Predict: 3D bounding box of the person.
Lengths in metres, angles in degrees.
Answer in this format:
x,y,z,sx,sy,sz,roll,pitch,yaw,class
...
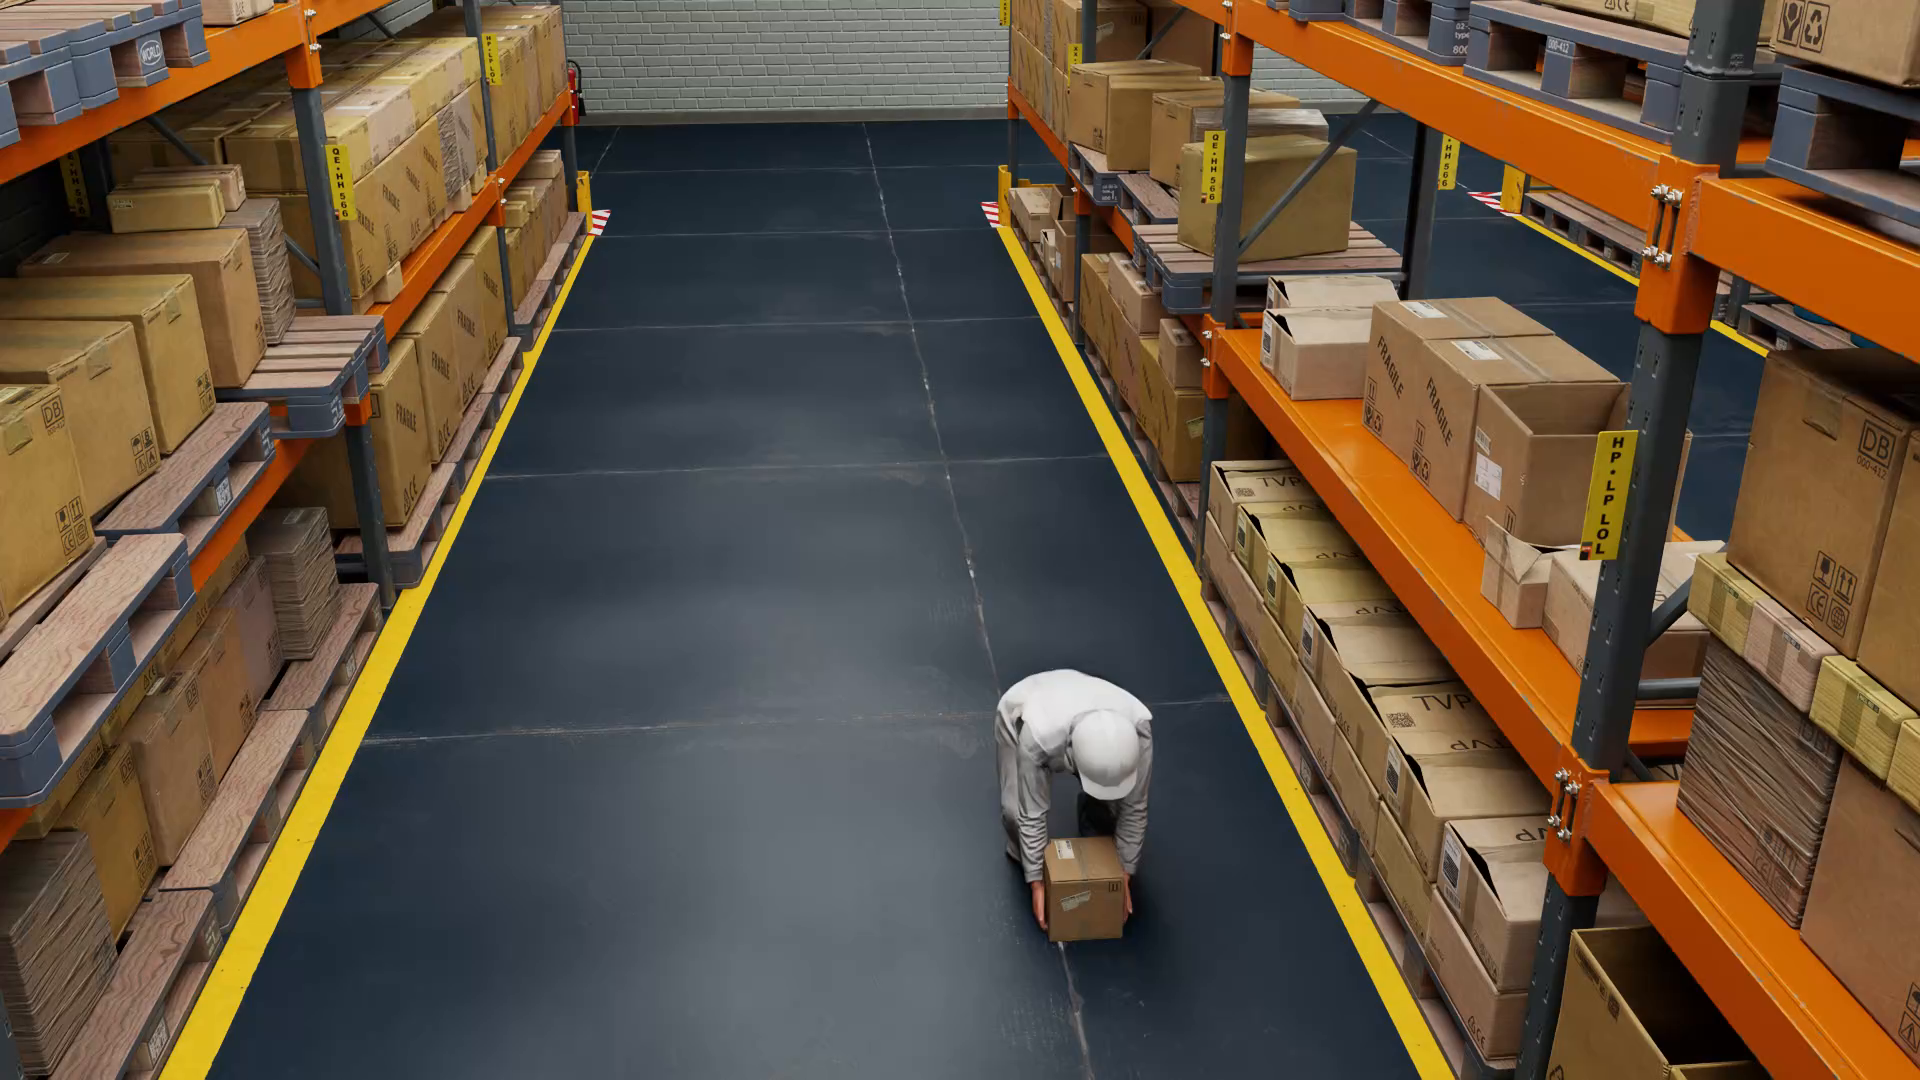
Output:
x,y,z,sx,sy,sz,roll,pitch,yaw,class
0.400,0.833,5.886,0.529,0.870,0.934,-2,24,-5,person
